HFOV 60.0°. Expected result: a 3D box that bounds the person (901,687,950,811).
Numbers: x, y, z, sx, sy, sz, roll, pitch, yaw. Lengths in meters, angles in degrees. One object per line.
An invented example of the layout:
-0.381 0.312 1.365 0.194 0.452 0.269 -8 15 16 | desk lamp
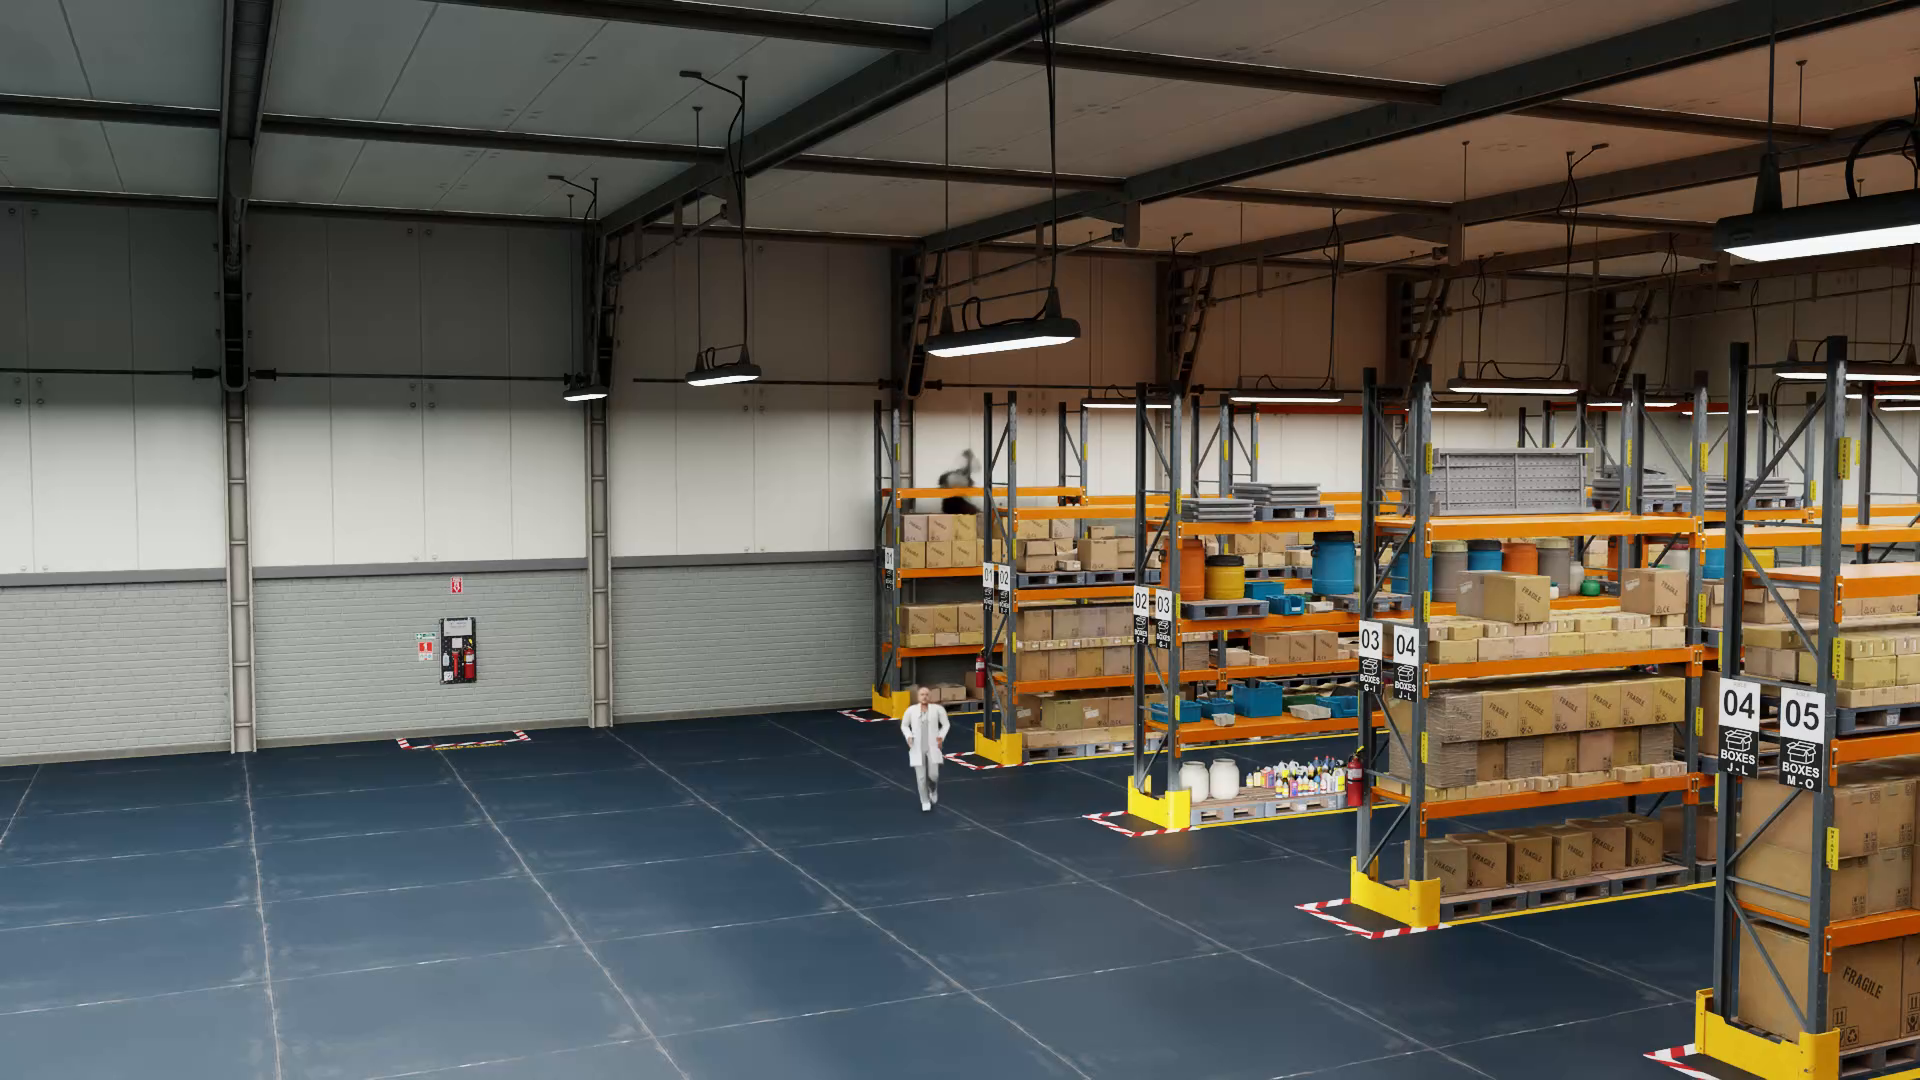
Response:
-0.490 2.932 23.390 0.689 1.730 0.632 0 3 0 | person
